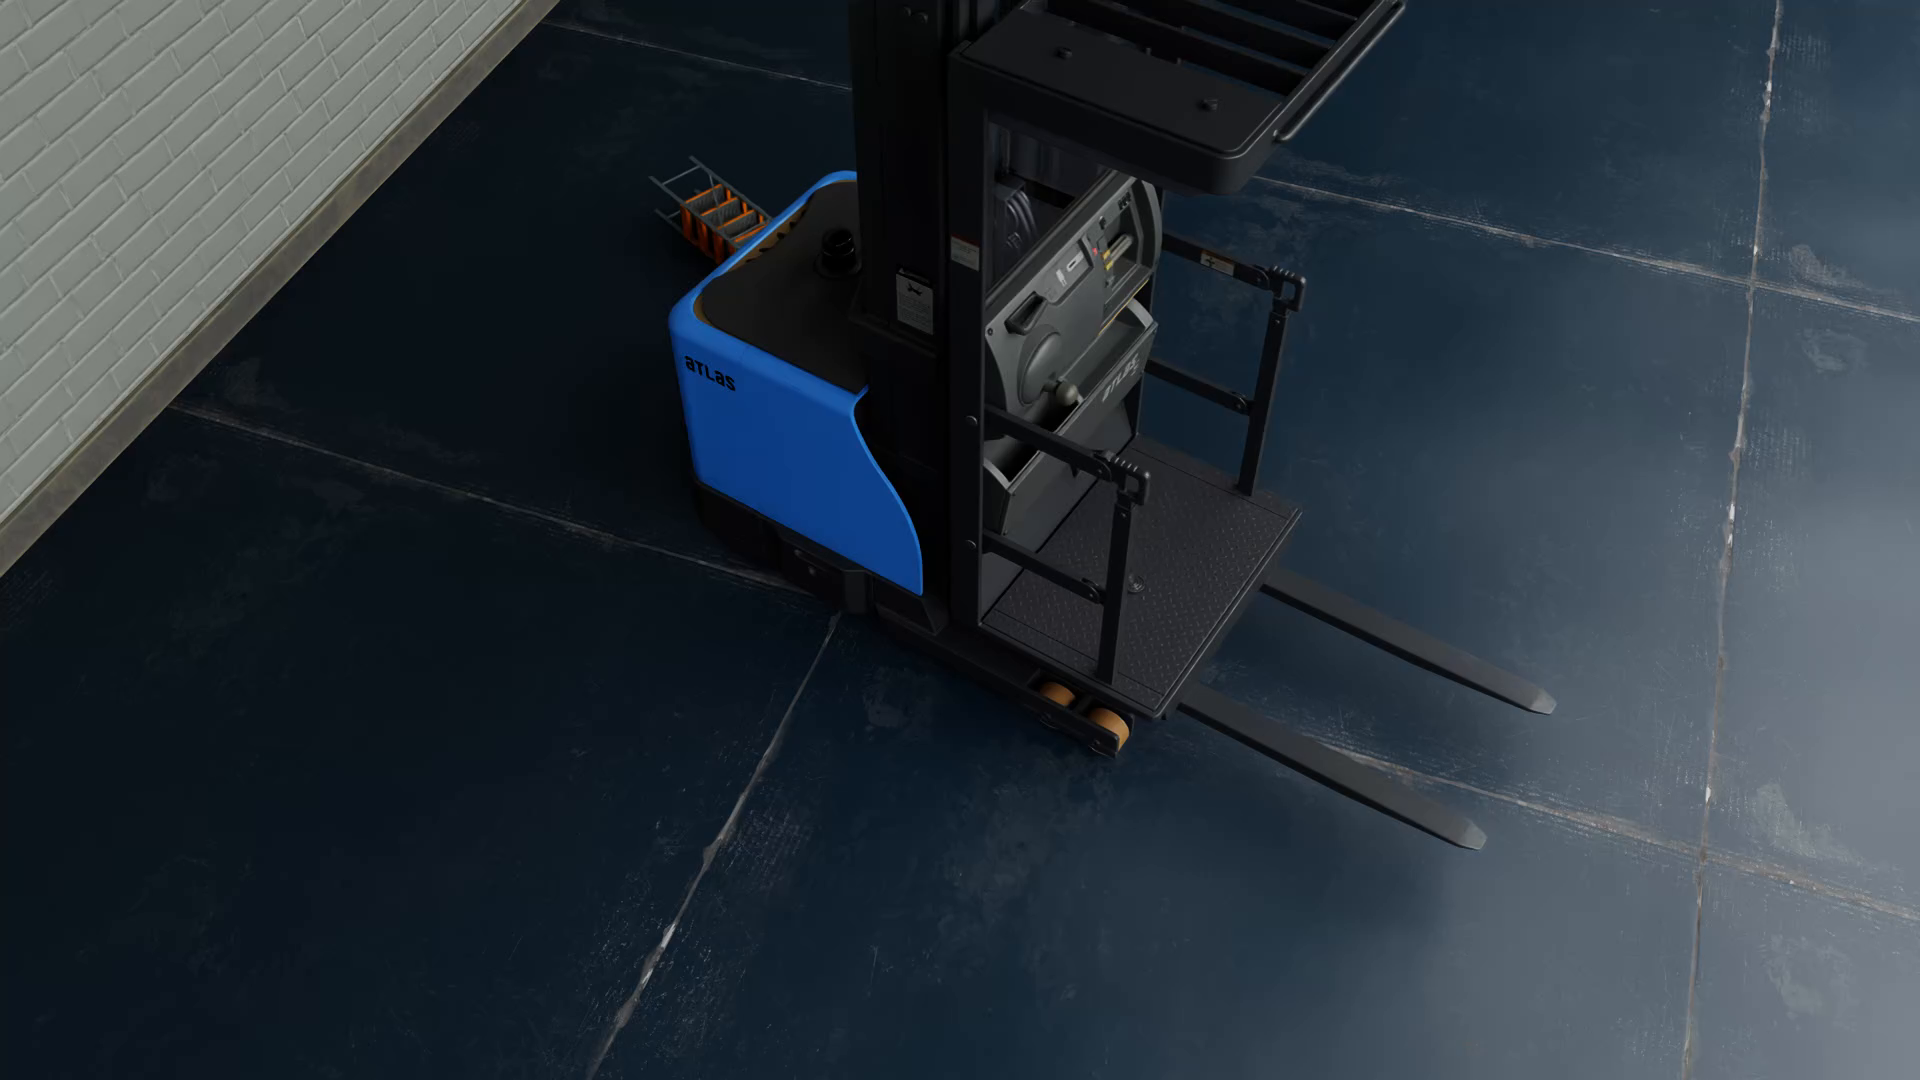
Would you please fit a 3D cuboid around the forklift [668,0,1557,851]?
[{"bbox_3d":[0.525,-0.698,4.915,3.031,2.935,1.130,27,54,21],"label":"forklift"}]

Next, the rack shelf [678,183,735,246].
[{"bbox_3d":[-1.110,-1.451,7.380,0.258,0.180,0.103,-34,57,-26],"label":"rack shelf"}]

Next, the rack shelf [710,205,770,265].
[{"bbox_3d":[-0.951,-1.316,7.262,0.258,0.180,0.103,-34,57,-26],"label":"rack shelf"}]

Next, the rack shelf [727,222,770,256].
[{"bbox_3d":[-0.871,-1.248,7.203,0.258,0.180,0.103,-34,57,-26],"label":"rack shelf"}]

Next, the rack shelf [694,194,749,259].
[{"bbox_3d":[-1.031,-1.384,7.321,0.258,0.180,0.103,-34,57,-26],"label":"rack shelf"}]

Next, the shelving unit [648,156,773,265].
[{"bbox_3d":[-0.901,-1.273,7.225,0.258,0.189,1.200,-34,57,-26],"label":"shelving unit"}]

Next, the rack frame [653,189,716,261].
[{"bbox_3d":[-0.901,-1.213,7.294,0.240,0.006,1.200,-34,57,-26],"label":"rack frame"}]

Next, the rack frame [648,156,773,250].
[{"bbox_3d":[-0.901,-1.333,7.156,0.240,0.006,1.200,-34,57,-26],"label":"rack frame"}]
